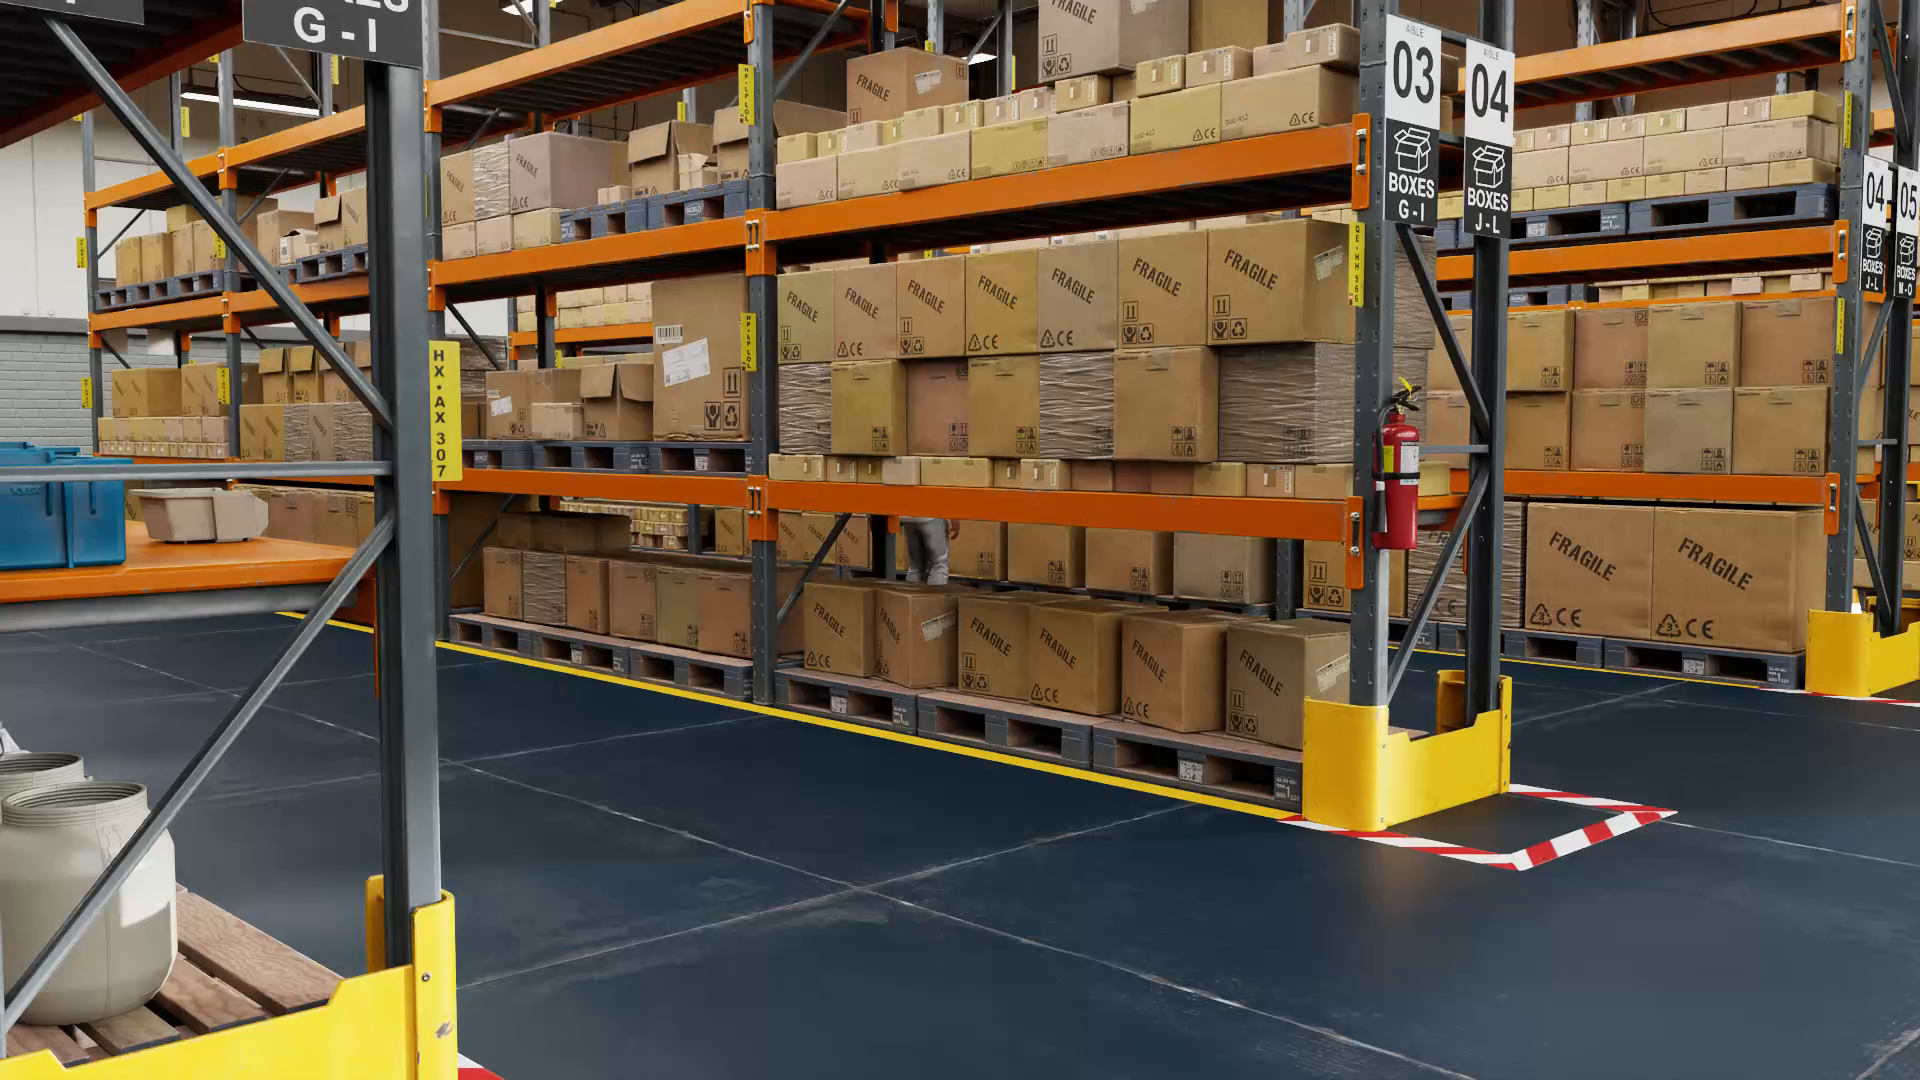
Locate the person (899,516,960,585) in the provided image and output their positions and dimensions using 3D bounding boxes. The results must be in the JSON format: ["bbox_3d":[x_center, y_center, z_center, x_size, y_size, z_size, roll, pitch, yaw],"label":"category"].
[{"bbox_3d":[-0.253,-0.178,13.262,0.463,1.760,0.634,-4,5,-45],"label":"person"}]
